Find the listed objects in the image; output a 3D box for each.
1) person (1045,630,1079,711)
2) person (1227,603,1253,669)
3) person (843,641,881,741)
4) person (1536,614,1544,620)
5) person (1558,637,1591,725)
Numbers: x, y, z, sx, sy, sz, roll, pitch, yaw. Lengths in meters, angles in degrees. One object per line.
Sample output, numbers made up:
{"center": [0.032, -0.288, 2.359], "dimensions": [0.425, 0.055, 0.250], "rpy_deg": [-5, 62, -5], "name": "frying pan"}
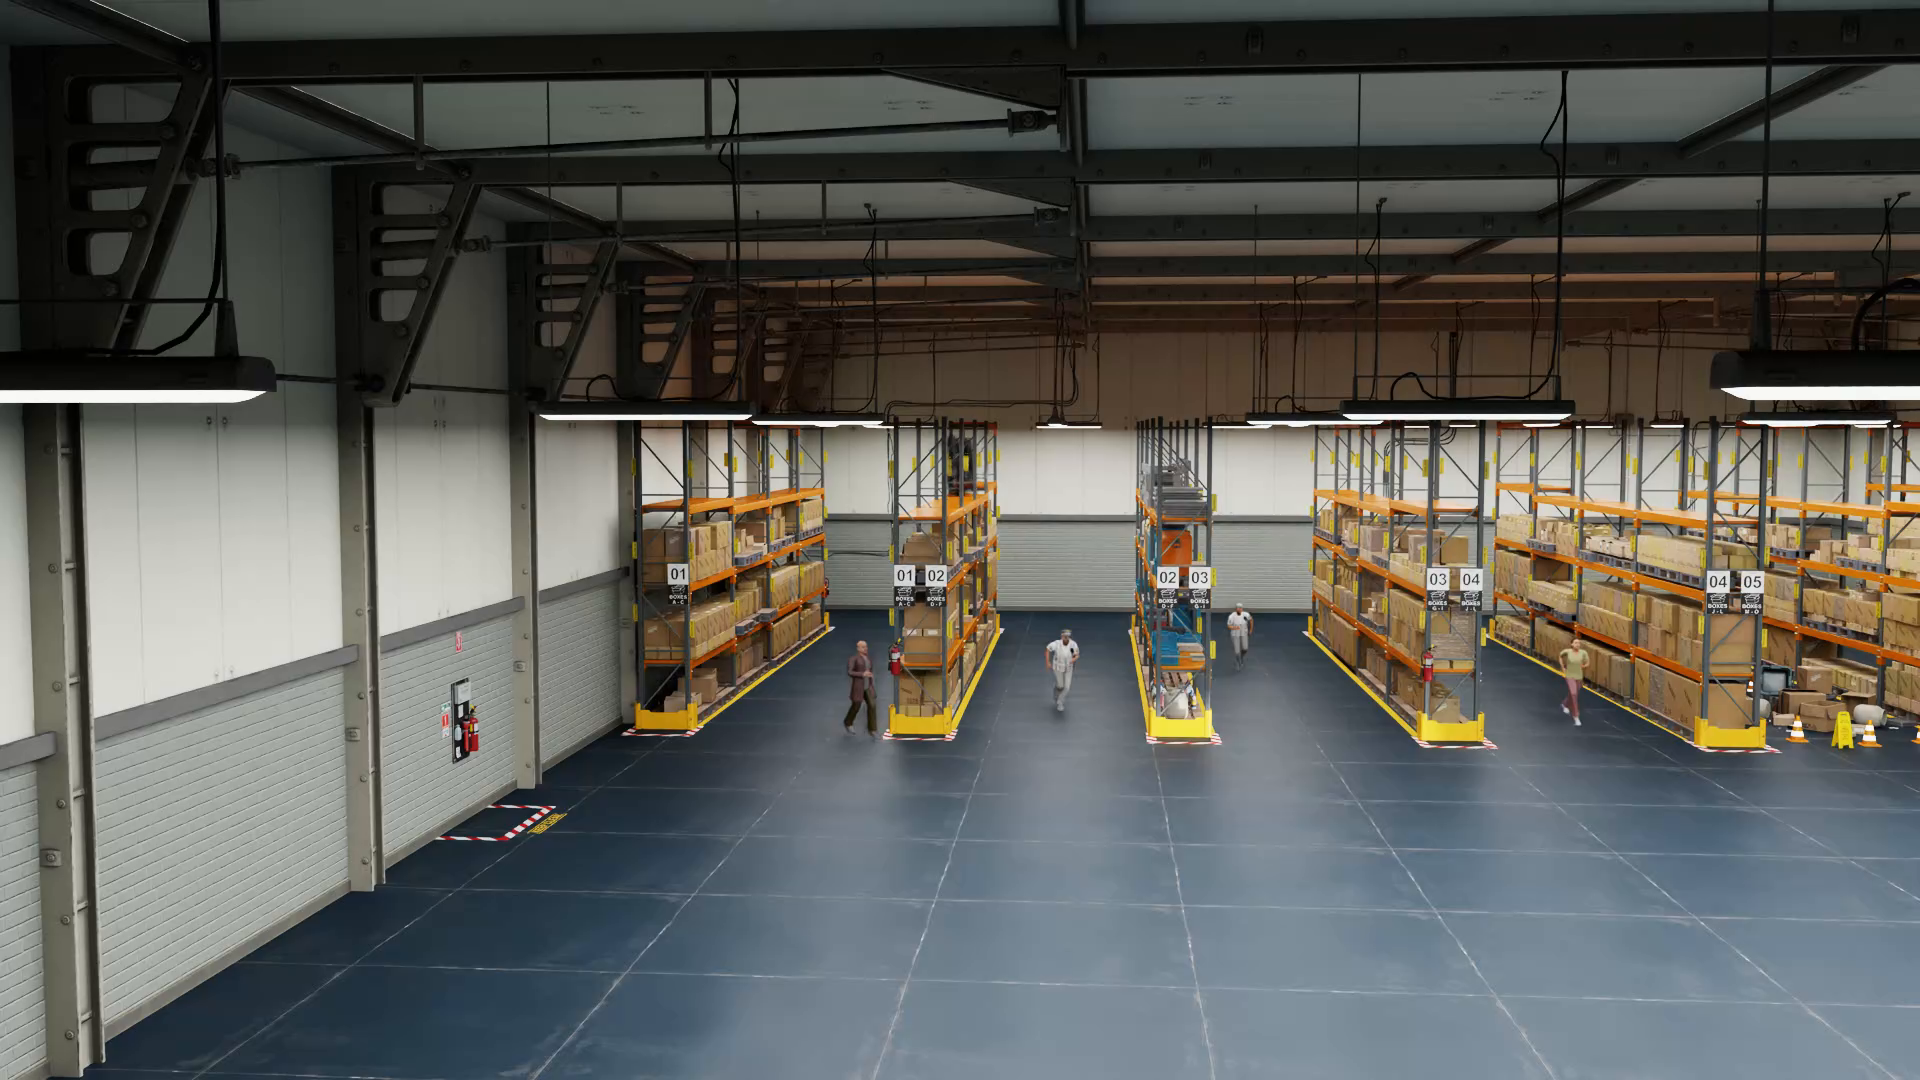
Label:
{"center": [2.117, 2.661, 34.124], "dimensions": [0.652, 1.701, 0.745], "rpy_deg": [-1, 4, -15], "name": "person"}
{"center": [6.728, 2.313, 39.850], "dimensions": [0.644, 1.617, 0.666], "rpy_deg": [0, 4, 1], "name": "person"}
{"center": [-1.848, 2.794, 31.043], "dimensions": [0.713, 1.842, 0.915], "rpy_deg": [-3, 5, -40], "name": "person"}
{"center": [16.508, 1.806, 46.763], "dimensions": [0.759, 1.789, 0.783], "rpy_deg": [-3, 5, -38], "name": "person"}
{"center": [12.145, 2.757, 32.874], "dimensions": [0.531, 1.718, 1.007], "rpy_deg": [0, 4, -2], "name": "person"}
